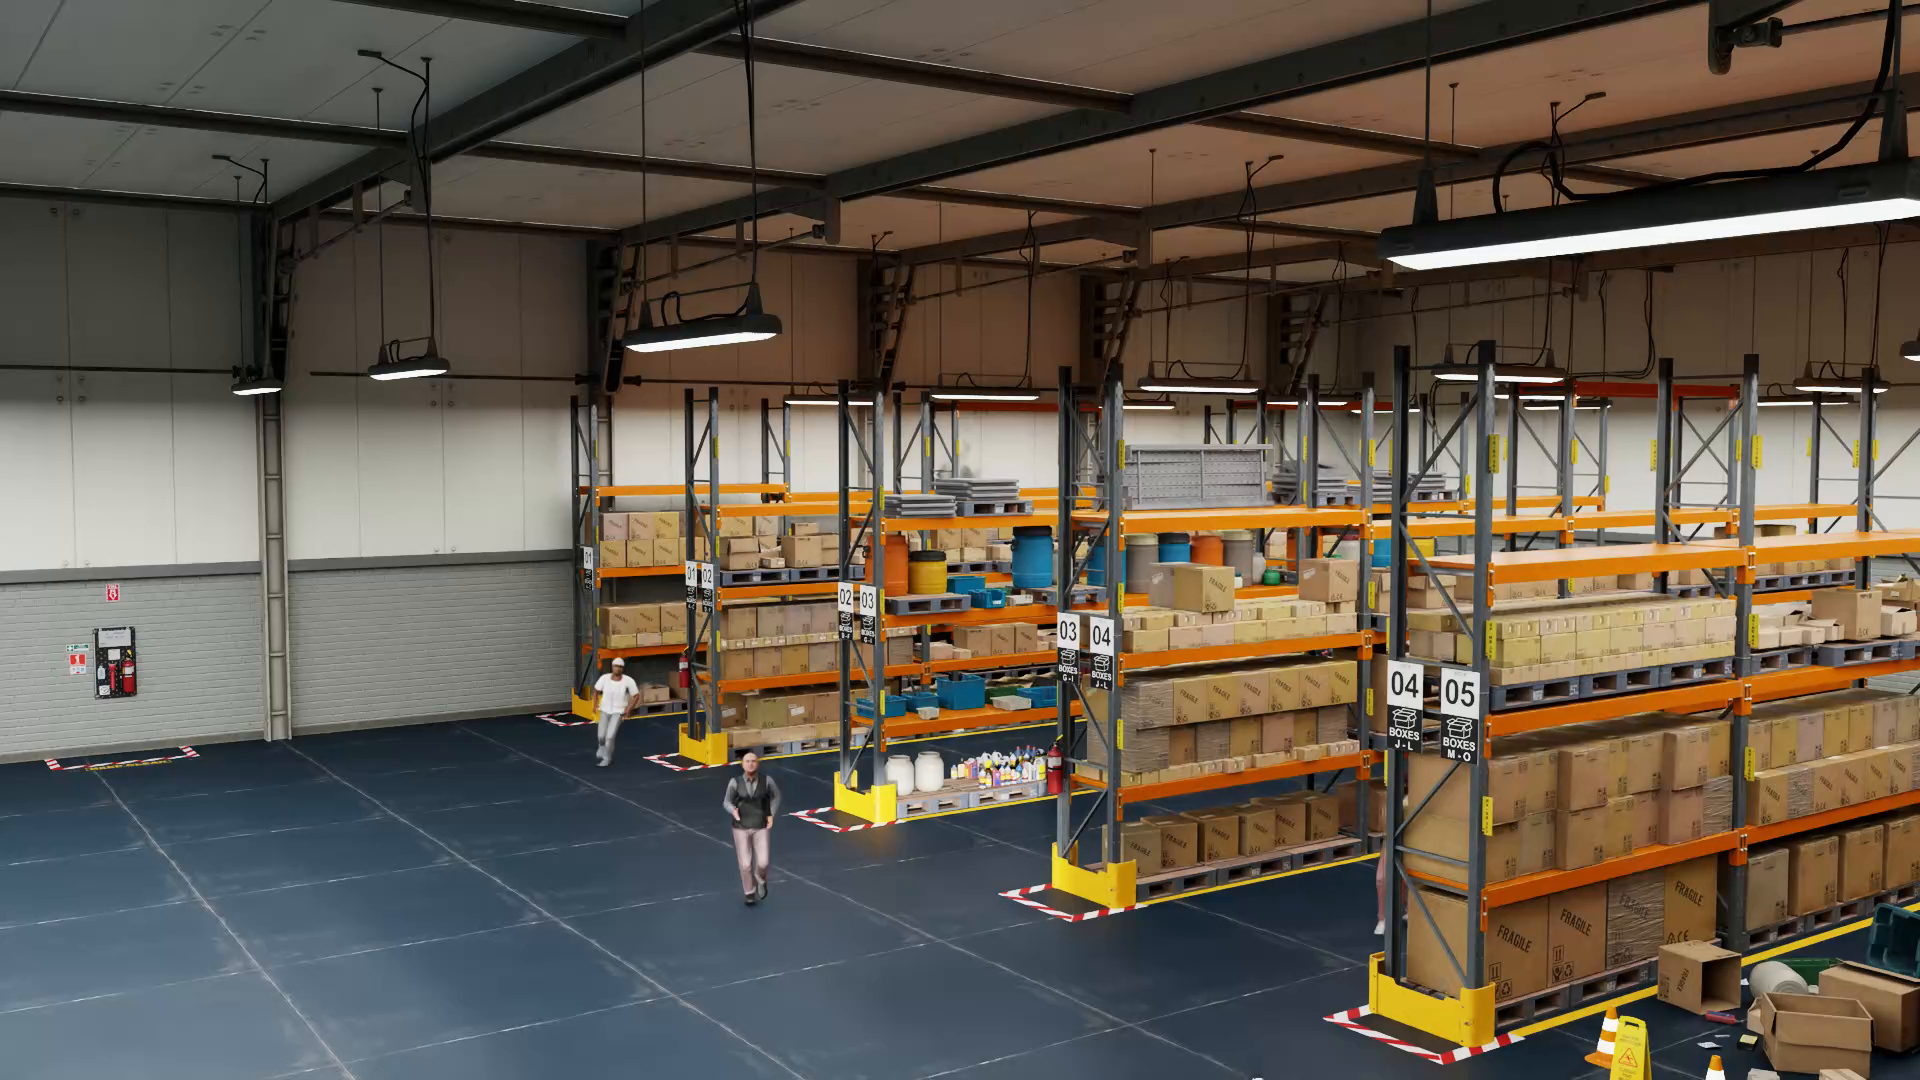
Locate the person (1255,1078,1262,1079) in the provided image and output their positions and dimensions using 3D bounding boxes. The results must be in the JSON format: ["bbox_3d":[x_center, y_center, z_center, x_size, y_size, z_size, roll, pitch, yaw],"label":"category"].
[{"bbox_3d":[1.610,3.761,8.905,0.669,1.755,0.866,1,3,10],"label":"person"}]

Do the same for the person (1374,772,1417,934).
[{"bbox_3d":[4.668,3.288,17.520,0.735,1.730,0.546,-3,5,-43],"label":"person"}]

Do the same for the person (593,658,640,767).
[{"bbox_3d":[-5.470,2.720,26.458,0.752,1.711,0.592,0,3,-2],"label":"person"}]

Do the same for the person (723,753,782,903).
[{"bbox_3d":[-2.299,3.207,18.417,0.650,1.676,0.578,0,3,-6],"label":"person"}]
